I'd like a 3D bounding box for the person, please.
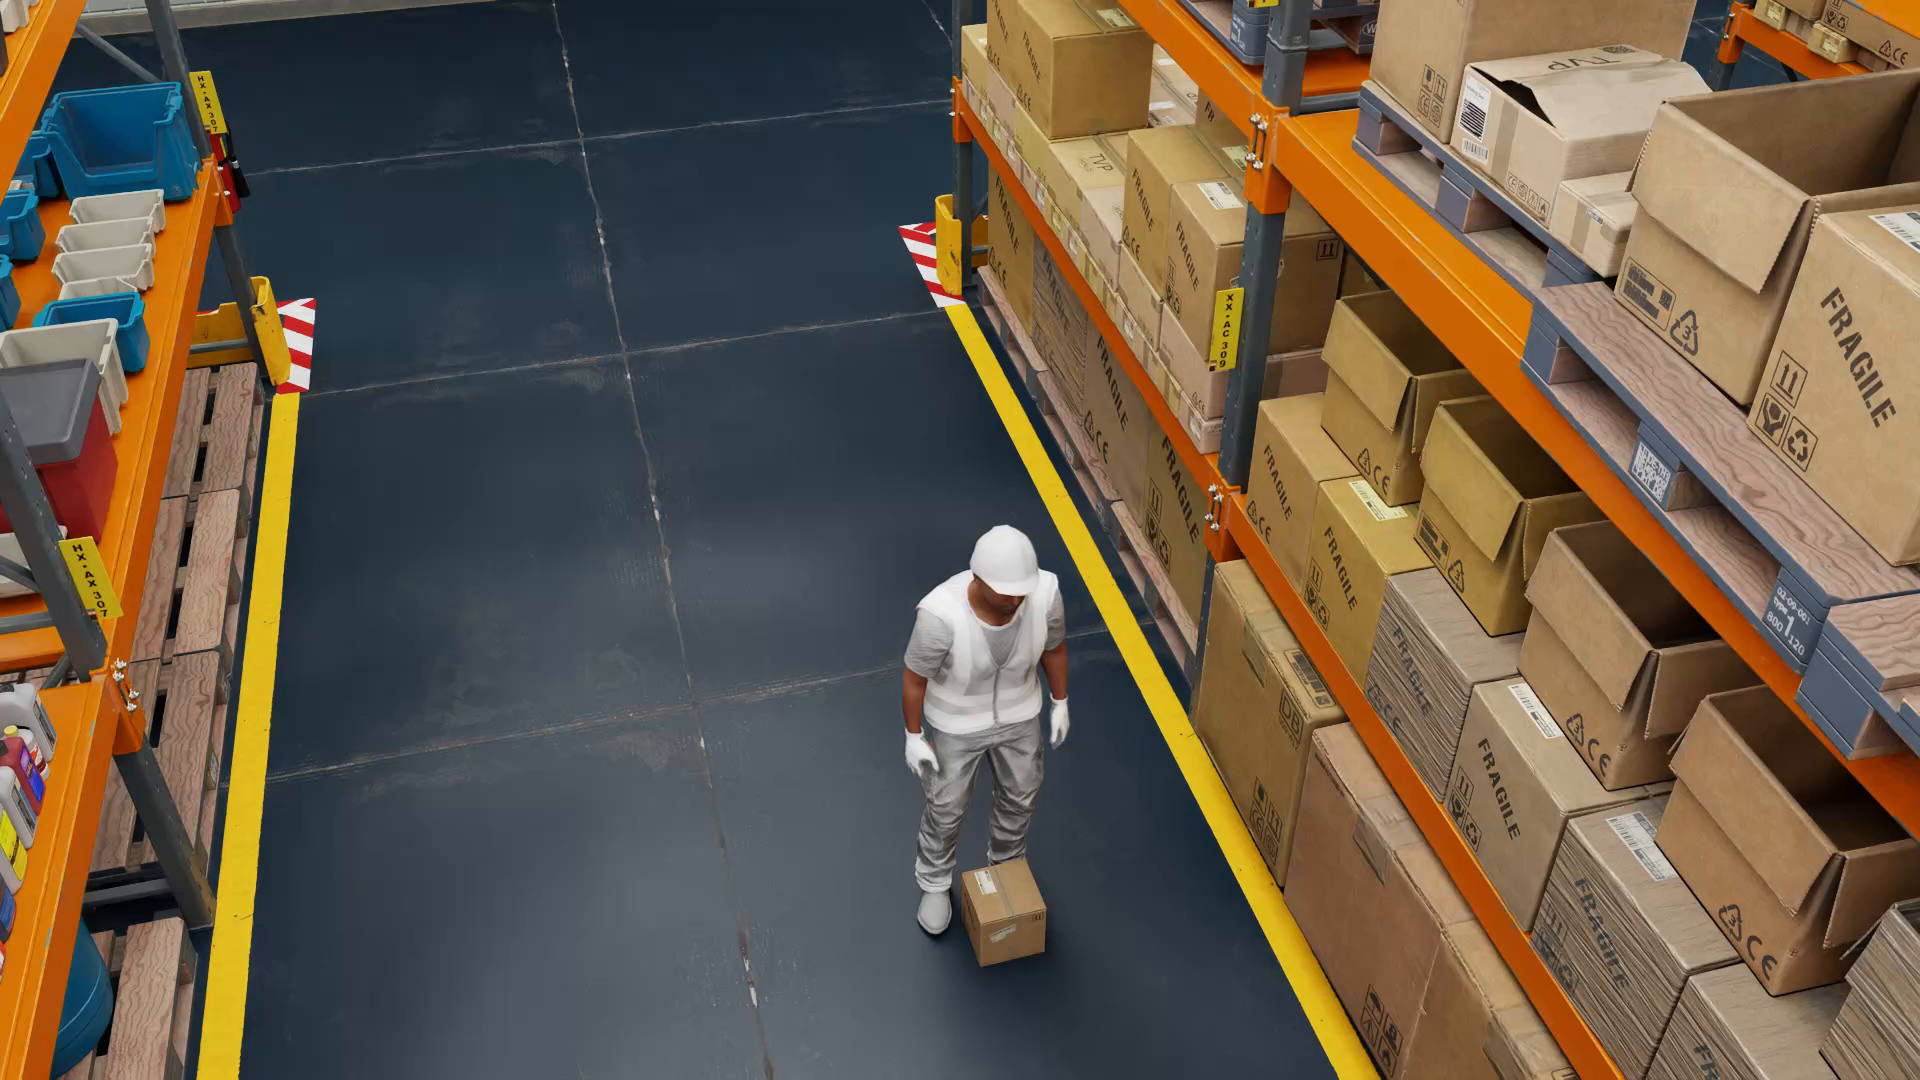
[{"bbox_3d":[0.098,0.646,5.876,0.625,1.773,0.451,-12,39,-15],"label":"person"}]
